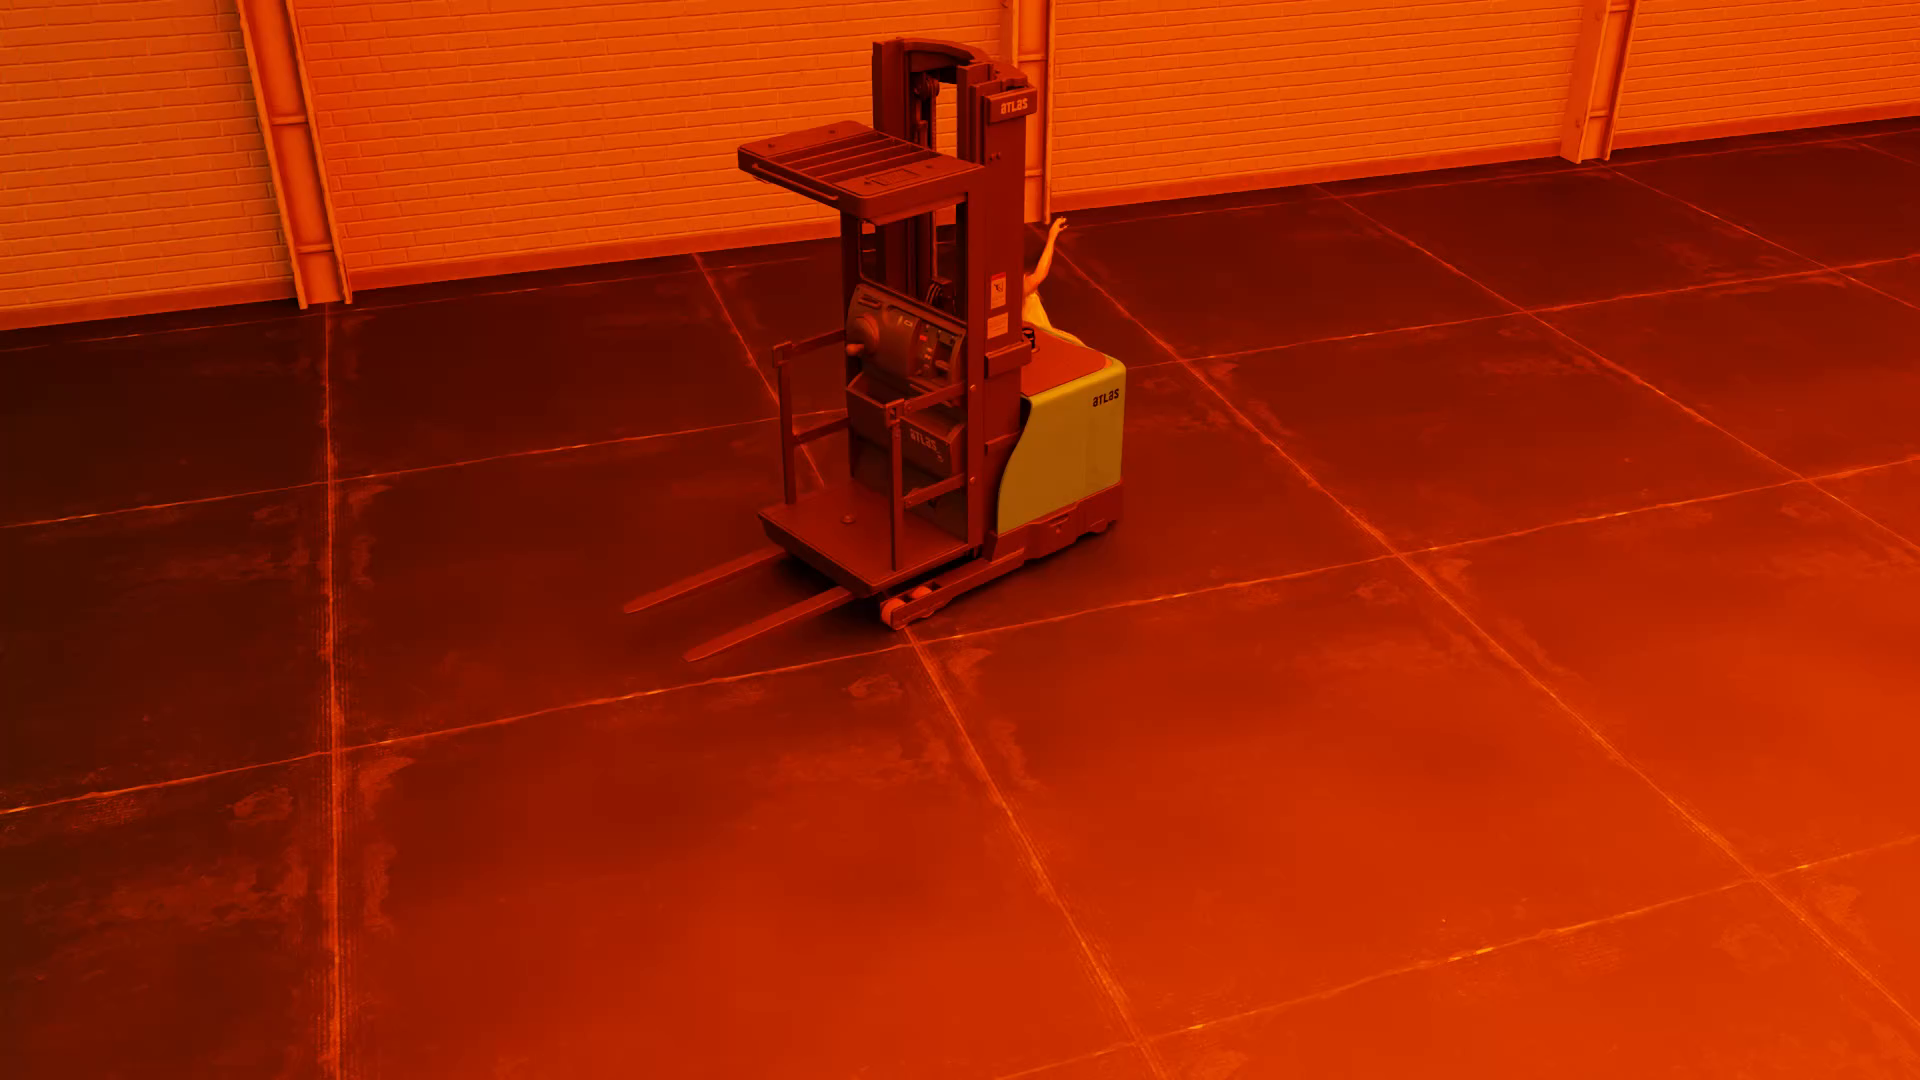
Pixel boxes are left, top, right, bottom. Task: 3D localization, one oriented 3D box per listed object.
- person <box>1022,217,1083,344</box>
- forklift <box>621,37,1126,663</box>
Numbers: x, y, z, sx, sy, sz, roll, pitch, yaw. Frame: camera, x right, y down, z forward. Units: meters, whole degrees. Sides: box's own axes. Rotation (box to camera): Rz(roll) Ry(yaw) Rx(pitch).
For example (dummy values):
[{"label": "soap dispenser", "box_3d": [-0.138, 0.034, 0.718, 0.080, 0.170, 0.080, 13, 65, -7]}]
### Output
[{"label": "person", "box_3d": [0.461, -1.461, 11.017, 0.781, 1.566, 0.951, -2, 30, -4]}, {"label": "forklift", "box_3d": [-0.461, -1.072, 8.951, 3.031, 2.935, 1.130, -23, 37, -34]}]
